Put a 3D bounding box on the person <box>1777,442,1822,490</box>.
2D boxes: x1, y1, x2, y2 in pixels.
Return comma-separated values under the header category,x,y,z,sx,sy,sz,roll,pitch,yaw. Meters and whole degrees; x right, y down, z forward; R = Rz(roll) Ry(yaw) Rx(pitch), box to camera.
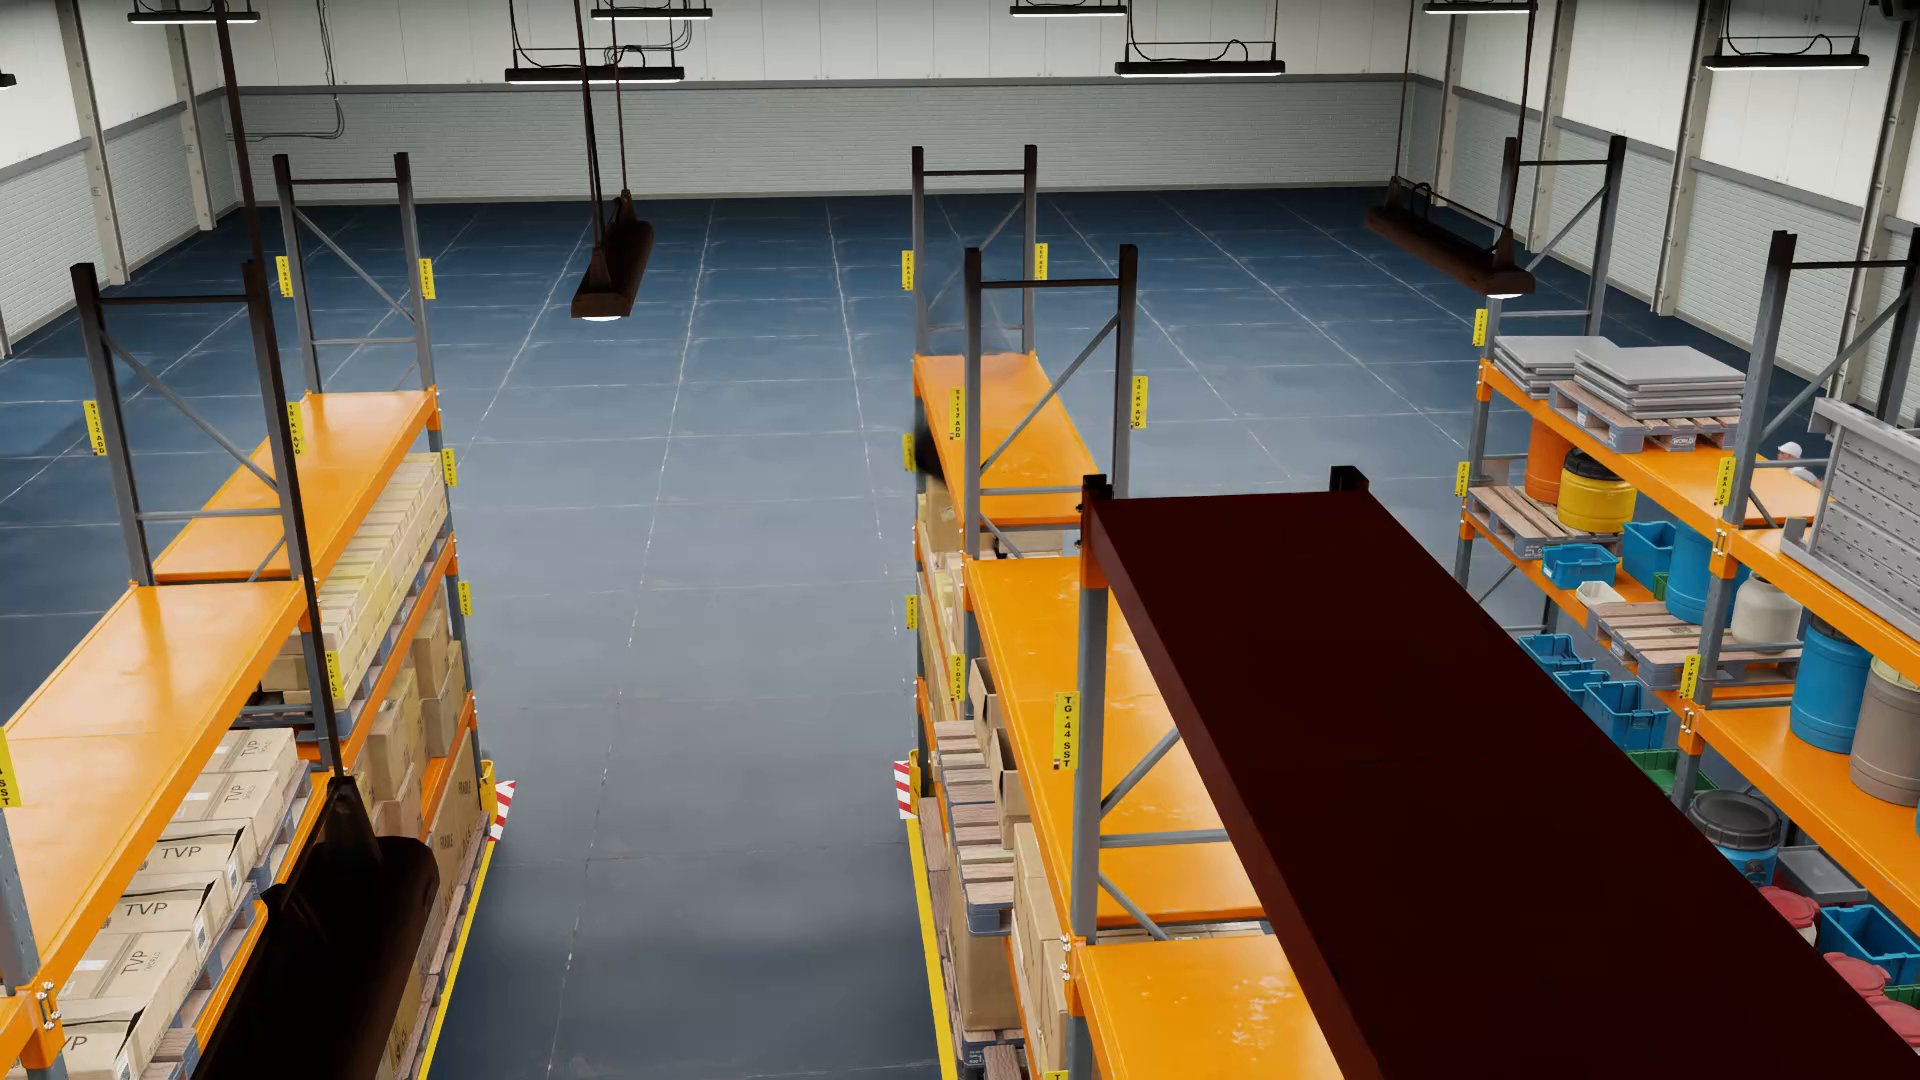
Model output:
category,x,y,z,sx,sy,sz,roll,pitch,yaw
person,9.967,-0.283,19.976,0.862,1.842,0.632,7,23,17
